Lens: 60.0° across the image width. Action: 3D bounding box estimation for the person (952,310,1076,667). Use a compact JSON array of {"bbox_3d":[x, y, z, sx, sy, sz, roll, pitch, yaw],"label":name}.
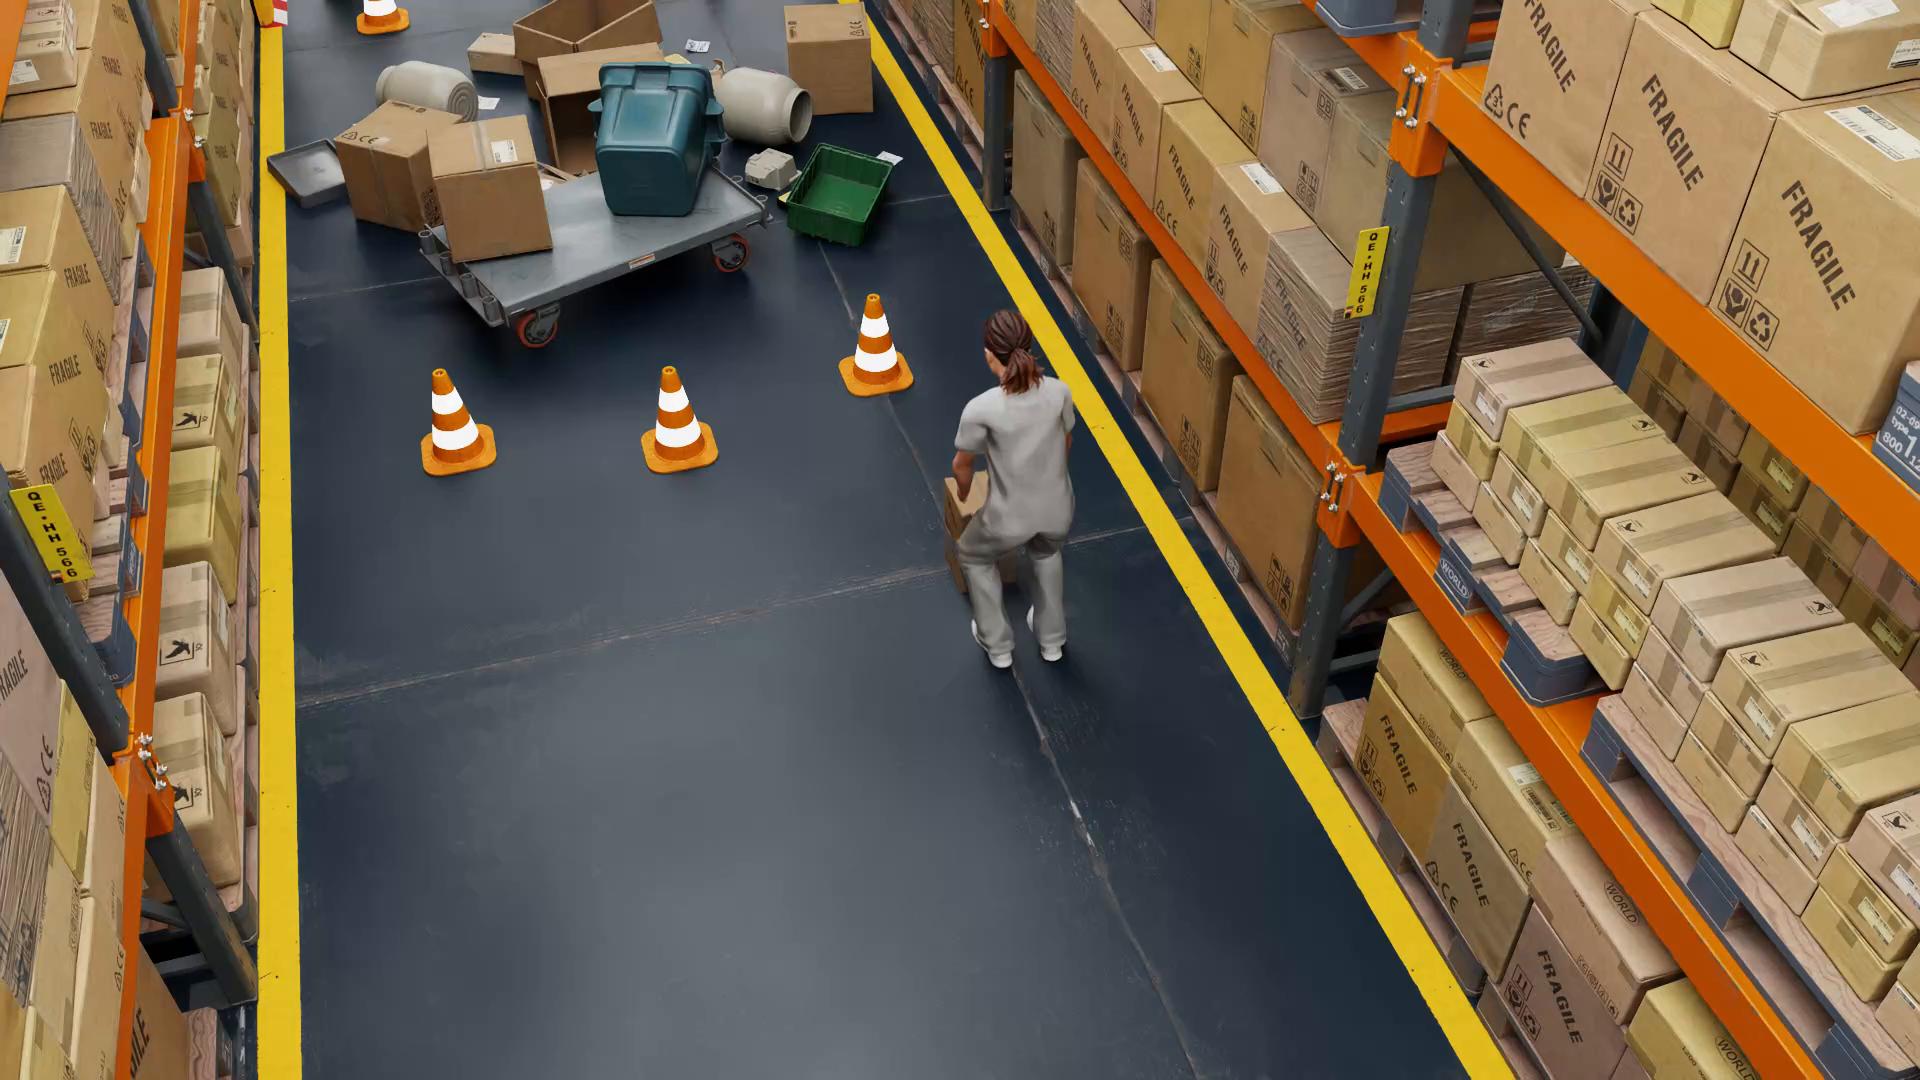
[{"bbox_3d":[0.207,-0.154,6.412,0.475,1.573,0.467,-11,44,-12],"label":"person"}]
